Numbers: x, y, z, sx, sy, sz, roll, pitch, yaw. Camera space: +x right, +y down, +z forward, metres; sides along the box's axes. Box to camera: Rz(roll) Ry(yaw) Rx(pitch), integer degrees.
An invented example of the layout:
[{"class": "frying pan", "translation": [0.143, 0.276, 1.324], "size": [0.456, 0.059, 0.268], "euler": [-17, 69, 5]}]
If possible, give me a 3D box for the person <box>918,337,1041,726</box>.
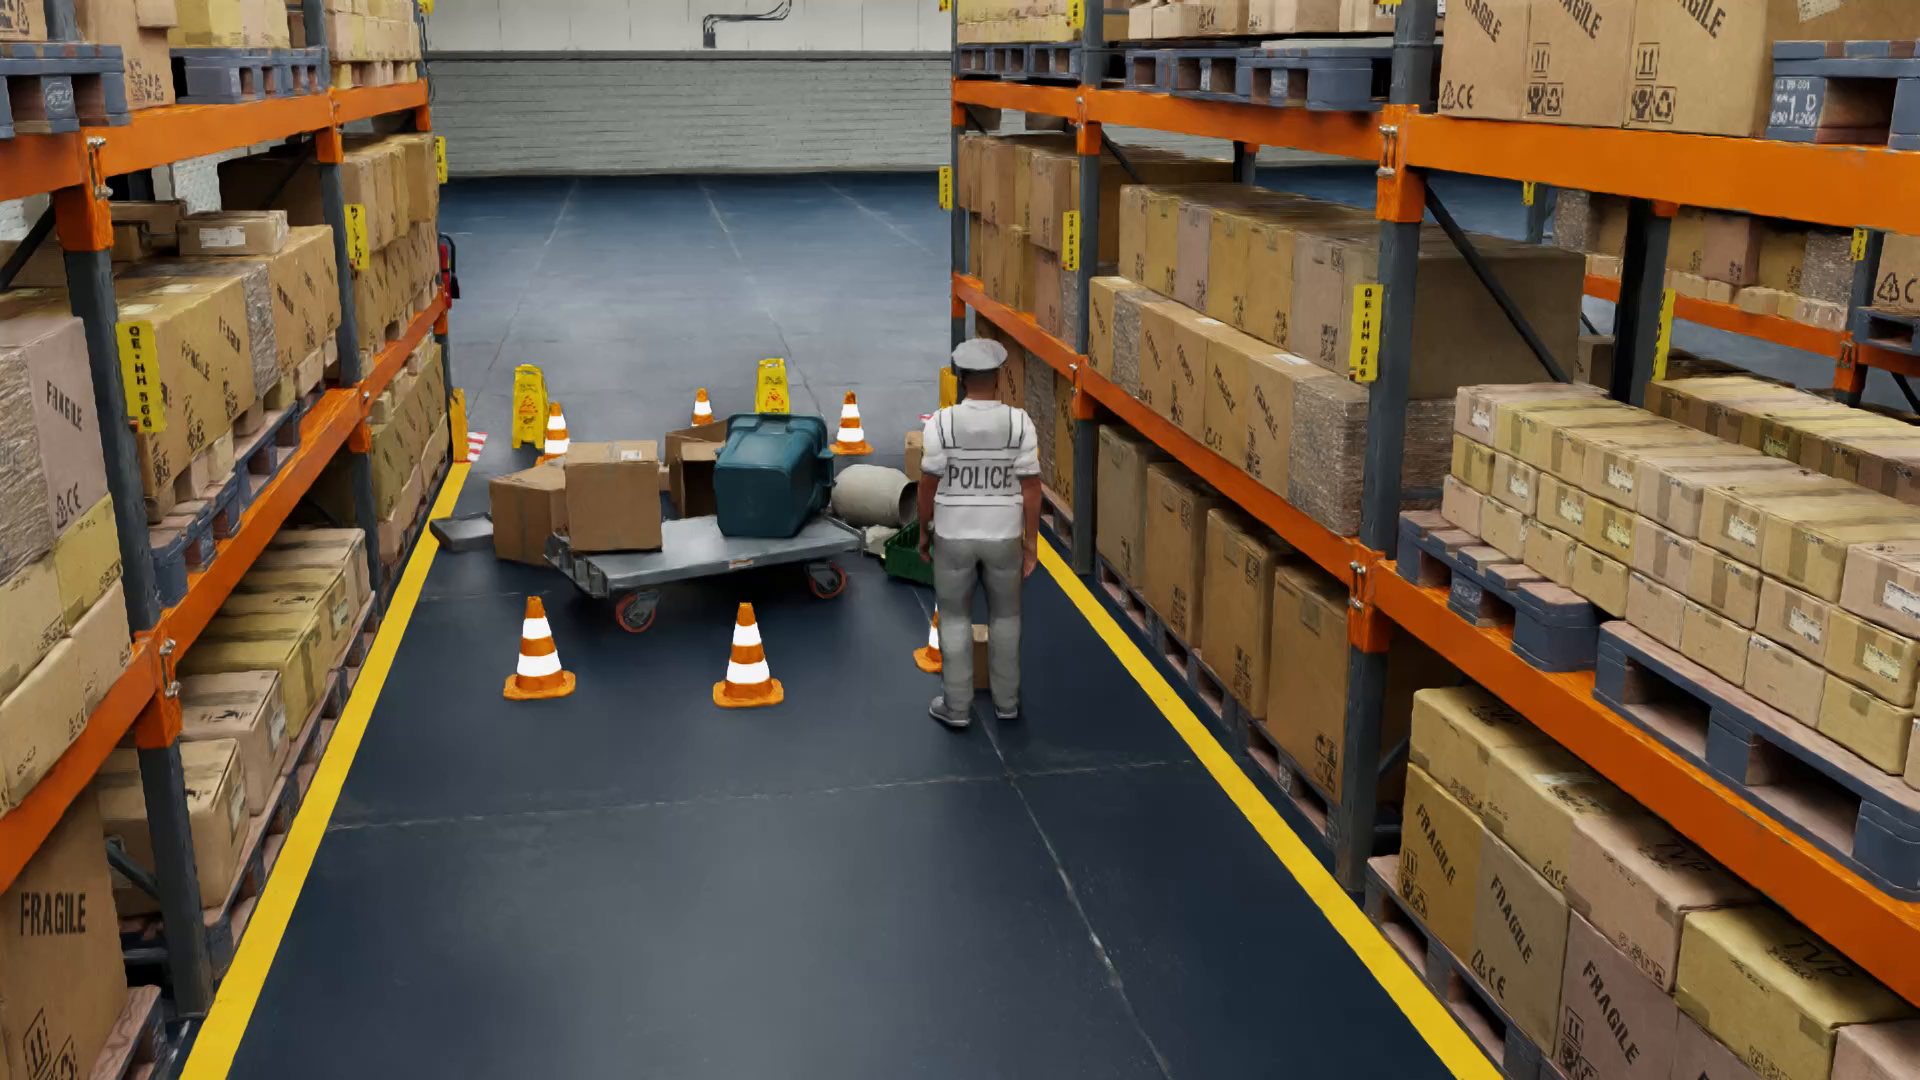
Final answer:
[{"class": "person", "translation": [0.083, -0.032, 7.556], "size": [0.553, 1.774, 0.451], "euler": [-1, 16, -3]}]
